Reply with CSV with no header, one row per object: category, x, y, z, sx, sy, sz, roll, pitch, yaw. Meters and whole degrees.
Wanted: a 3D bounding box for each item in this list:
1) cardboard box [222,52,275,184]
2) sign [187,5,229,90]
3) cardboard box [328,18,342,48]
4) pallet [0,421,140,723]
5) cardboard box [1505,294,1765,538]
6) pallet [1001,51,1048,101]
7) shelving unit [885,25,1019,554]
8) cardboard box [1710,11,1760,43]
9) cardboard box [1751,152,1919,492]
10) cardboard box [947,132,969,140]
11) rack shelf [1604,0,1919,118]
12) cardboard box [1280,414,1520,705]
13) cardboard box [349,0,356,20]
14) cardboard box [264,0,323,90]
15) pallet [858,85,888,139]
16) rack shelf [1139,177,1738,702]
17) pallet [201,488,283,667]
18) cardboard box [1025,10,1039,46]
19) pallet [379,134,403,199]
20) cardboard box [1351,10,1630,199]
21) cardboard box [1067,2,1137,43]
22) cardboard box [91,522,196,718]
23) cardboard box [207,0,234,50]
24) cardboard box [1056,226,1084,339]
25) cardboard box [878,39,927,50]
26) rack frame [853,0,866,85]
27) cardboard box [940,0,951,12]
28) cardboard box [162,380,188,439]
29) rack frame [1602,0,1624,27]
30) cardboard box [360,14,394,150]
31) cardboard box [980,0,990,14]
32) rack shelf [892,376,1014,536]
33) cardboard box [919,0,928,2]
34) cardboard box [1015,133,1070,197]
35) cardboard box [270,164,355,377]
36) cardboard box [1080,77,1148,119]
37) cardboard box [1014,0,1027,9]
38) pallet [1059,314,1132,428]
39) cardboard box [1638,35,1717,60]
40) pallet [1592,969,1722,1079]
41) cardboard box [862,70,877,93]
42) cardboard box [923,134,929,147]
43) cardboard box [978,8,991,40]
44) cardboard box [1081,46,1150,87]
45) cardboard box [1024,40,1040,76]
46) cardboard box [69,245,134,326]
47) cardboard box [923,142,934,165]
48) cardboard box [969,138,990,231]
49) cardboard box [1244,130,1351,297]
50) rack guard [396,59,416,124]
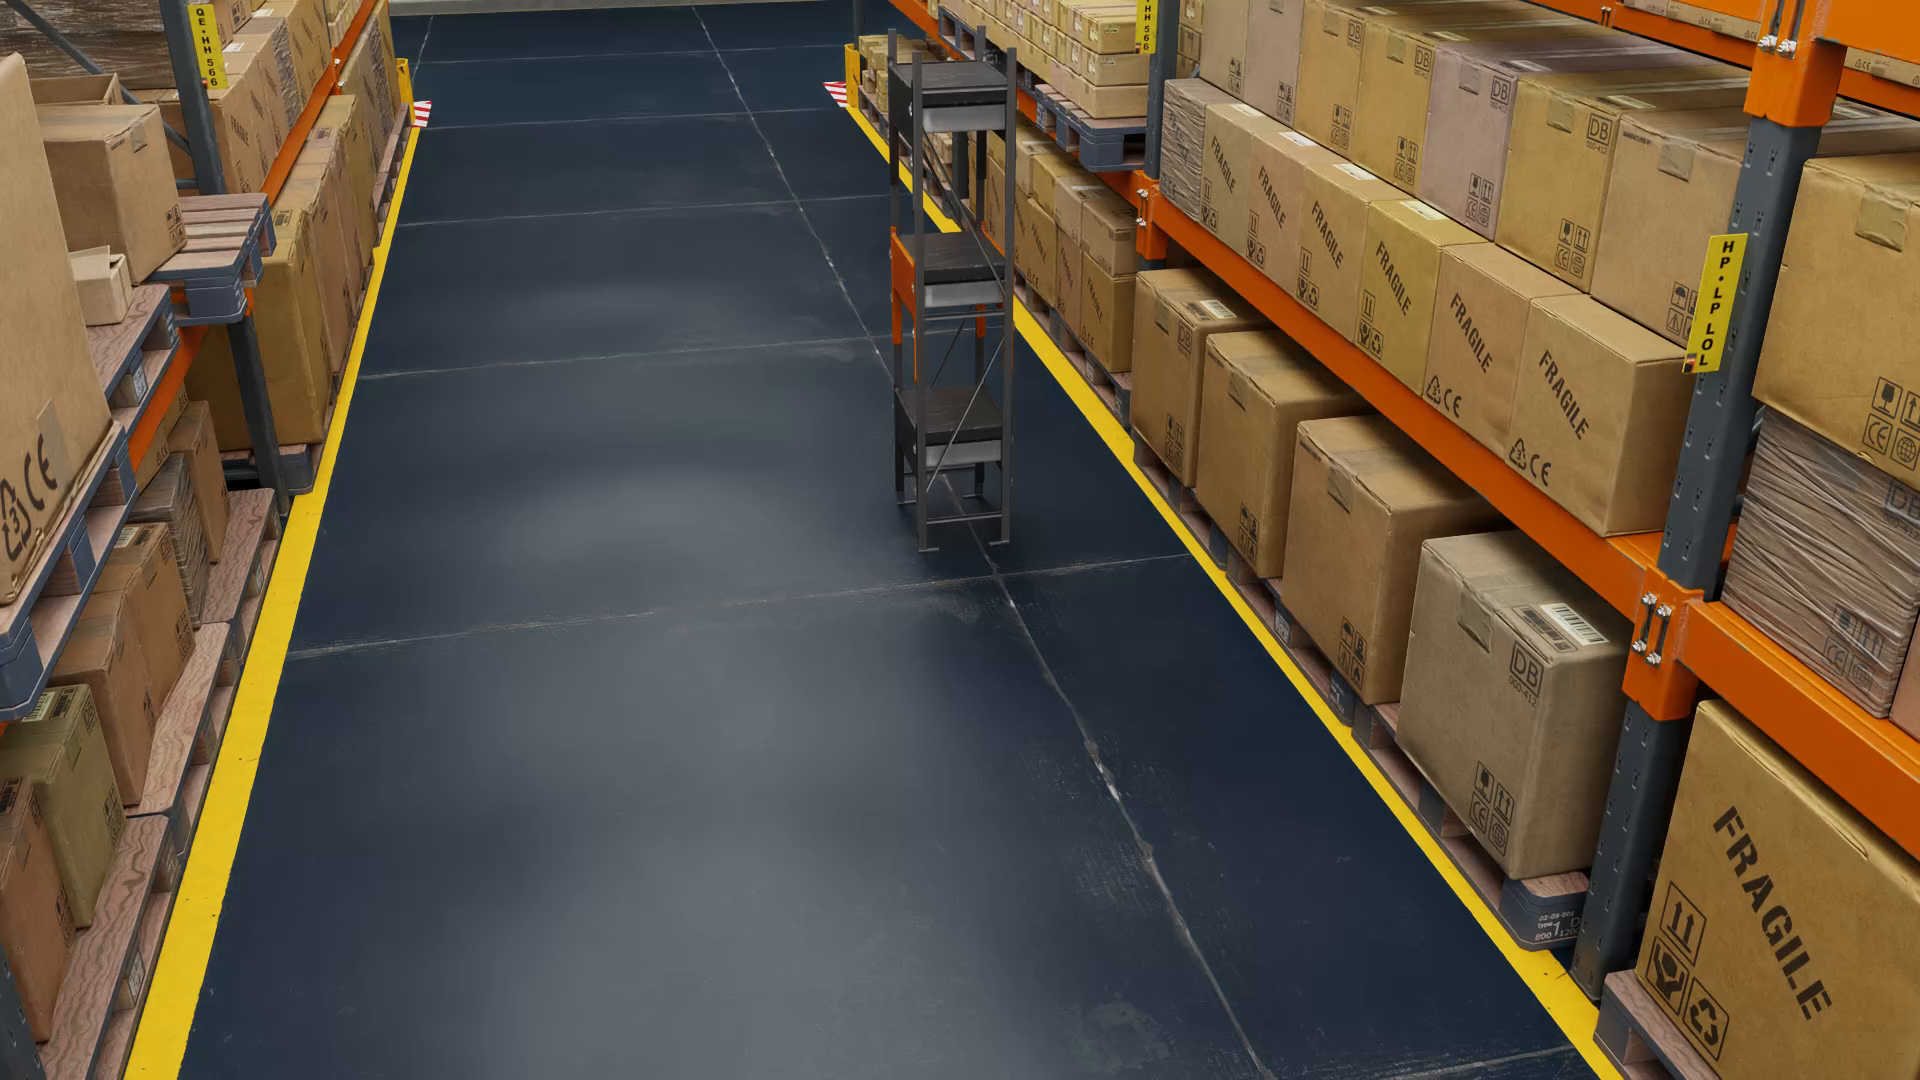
cardboard box,-3.472,-1.922,7.619,0.500,0.500,0.500,-7,28,-13
sign,-2.983,-1.951,6.590,0.100,0.325,0.005,-6,27,-12
cardboard box,-4.153,-3.218,10.575,0.380,0.149,0.250,-6,27,-11
pallet,-2.638,0.081,3.974,1.003,0.211,1.213,-6,27,-12
cardboard box,1.869,-0.360,4.524,0.500,0.500,0.500,-6,27,-12
pallet,0.860,-2.649,9.382,1.003,0.211,1.213,-6,27,-12
shelving unit,-0.037,-1.010,6.921,0.431,2.100,0.503,-6,27,-12
cardboard box,5.305,-3.432,10.888,0.500,0.250,0.500,-6,27,-12
cardboard box,2.297,-0.497,3.542,0.875,0.550,0.550,-6,27,-12
cardboard box,0.111,-2.936,11.775,0.380,0.149,0.250,-5,27,-10
rack shelf,5.695,-2.974,10.611,1.077,0.370,4.000,-6,27,-12
cardboard box,1.806,0.016,5.920,1.050,0.750,0.750,-6,27,-12
cardboard box,-4.391,-3.676,11.484,0.380,0.149,0.250,-6,27,-12
cardboard box,-3.934,-2.816,9.388,0.500,0.500,0.500,-5,27,-10
pallet,-0.291,-3.743,14.432,1.003,0.211,1.213,-6,27,-12
rack shelf,1.797,-0.671,6.048,1.077,0.370,4.000,-6,27,-12
pallet,-3.334,0.178,6.664,1.003,0.211,1.213,-6,27,-12
cardboard box,0.558,-2.700,8.753,0.380,0.149,0.250,-6,27,-12
pallet,-4.784,-2.800,12.563,1.003,0.211,1.213,-6,27,-12
cardboard box,1.786,-1.491,5.655,0.700,0.500,0.500,-6,27,-12
cardboard box,0.735,-2.490,8.006,0.380,0.149,0.250,-6,27,-12
cardboard box,-3.067,0.292,5.629,0.700,0.500,0.500,-4,27,-7
cardboard box,-3.802,-2.512,7.673,0.797,0.503,0.637,-5,27,-10
cardboard box,0.830,-1.432,9.066,0.500,0.500,0.500,-5,27,-10
cardboard box,-0.490,-4.189,14.258,0.380,0.149,0.250,-5,27,-11
rack frame,-0.457,-5.382,14.584,1.000,3.000,0.127,-6,27,-12
cardboard box,0.085,-3.481,10.631,0.380,0.149,0.250,-7,28,-14
cardboard box,-3.329,-0.535,6.434,0.500,0.250,0.500,-5,27,-9
rack frame,5.244,-4.173,12.188,1.000,3.000,0.127,-6,27,-12
cardboard box,-4.885,-3.489,12.726,0.875,0.875,0.875,-6,27,-12
cardboard box,0.326,-3.155,9.655,0.380,0.149,0.250,-5,27,-10
rack shelf,-0.037,-0.373,7.242,0.431,0.518,0.480,-6,27,-12
cardboard box,-0.139,-4.073,12.268,0.380,0.149,0.250,-7,28,-14
cardboard box,0.587,-2.223,9.801,0.500,0.250,0.500,-5,27,-10
cardboard box,-3.838,-1.347,8.481,1.225,0.875,0.875,-6,27,-11
cardboard box,0.787,-2.115,7.924,0.380,0.149,0.250,-5,27,-11
cardboard box,0.500,-2.947,8.913,0.380,0.149,0.250,-5,27,-9
pallet,1.171,-0.968,8.934,1.003,0.211,1.213,-6,27,-12
cardboard box,5.462,-3.148,12.049,0.875,0.875,0.875,-5,27,-10
pallet,2.343,1.473,4.098,1.003,0.211,1.213,-6,27,-12
cardboard box,-0.651,-4.034,14.611,0.380,0.149,0.250,-5,27,-11
cardboard box,-0.087,-3.013,12.258,0.380,0.149,0.250,-7,28,-13
cardboard box,0.319,-3.028,9.733,0.380,0.149,0.250,-7,28,-14
cardboard box,0.791,-2.249,7.859,0.380,0.149,0.250,-5,27,-11
cardboard box,0.560,-2.565,8.815,0.380,0.149,0.250,-7,28,-14
cardboard box,-2.870,-0.833,5.255,0.396,0.266,0.258,-7,28,-13
cardboard box,-0.075,-2.910,12.385,0.380,0.149,0.250,-7,28,-13
cardboard box,0.353,-2.346,10.877,0.500,0.500,0.500,-5,27,-10
cardboard box,1.415,-1.246,6.278,0.500,0.500,0.500,-6,27,-12
rack guard,-5.317,-3.817,14.258,1.175,0.500,0.348,-6,27,-12
